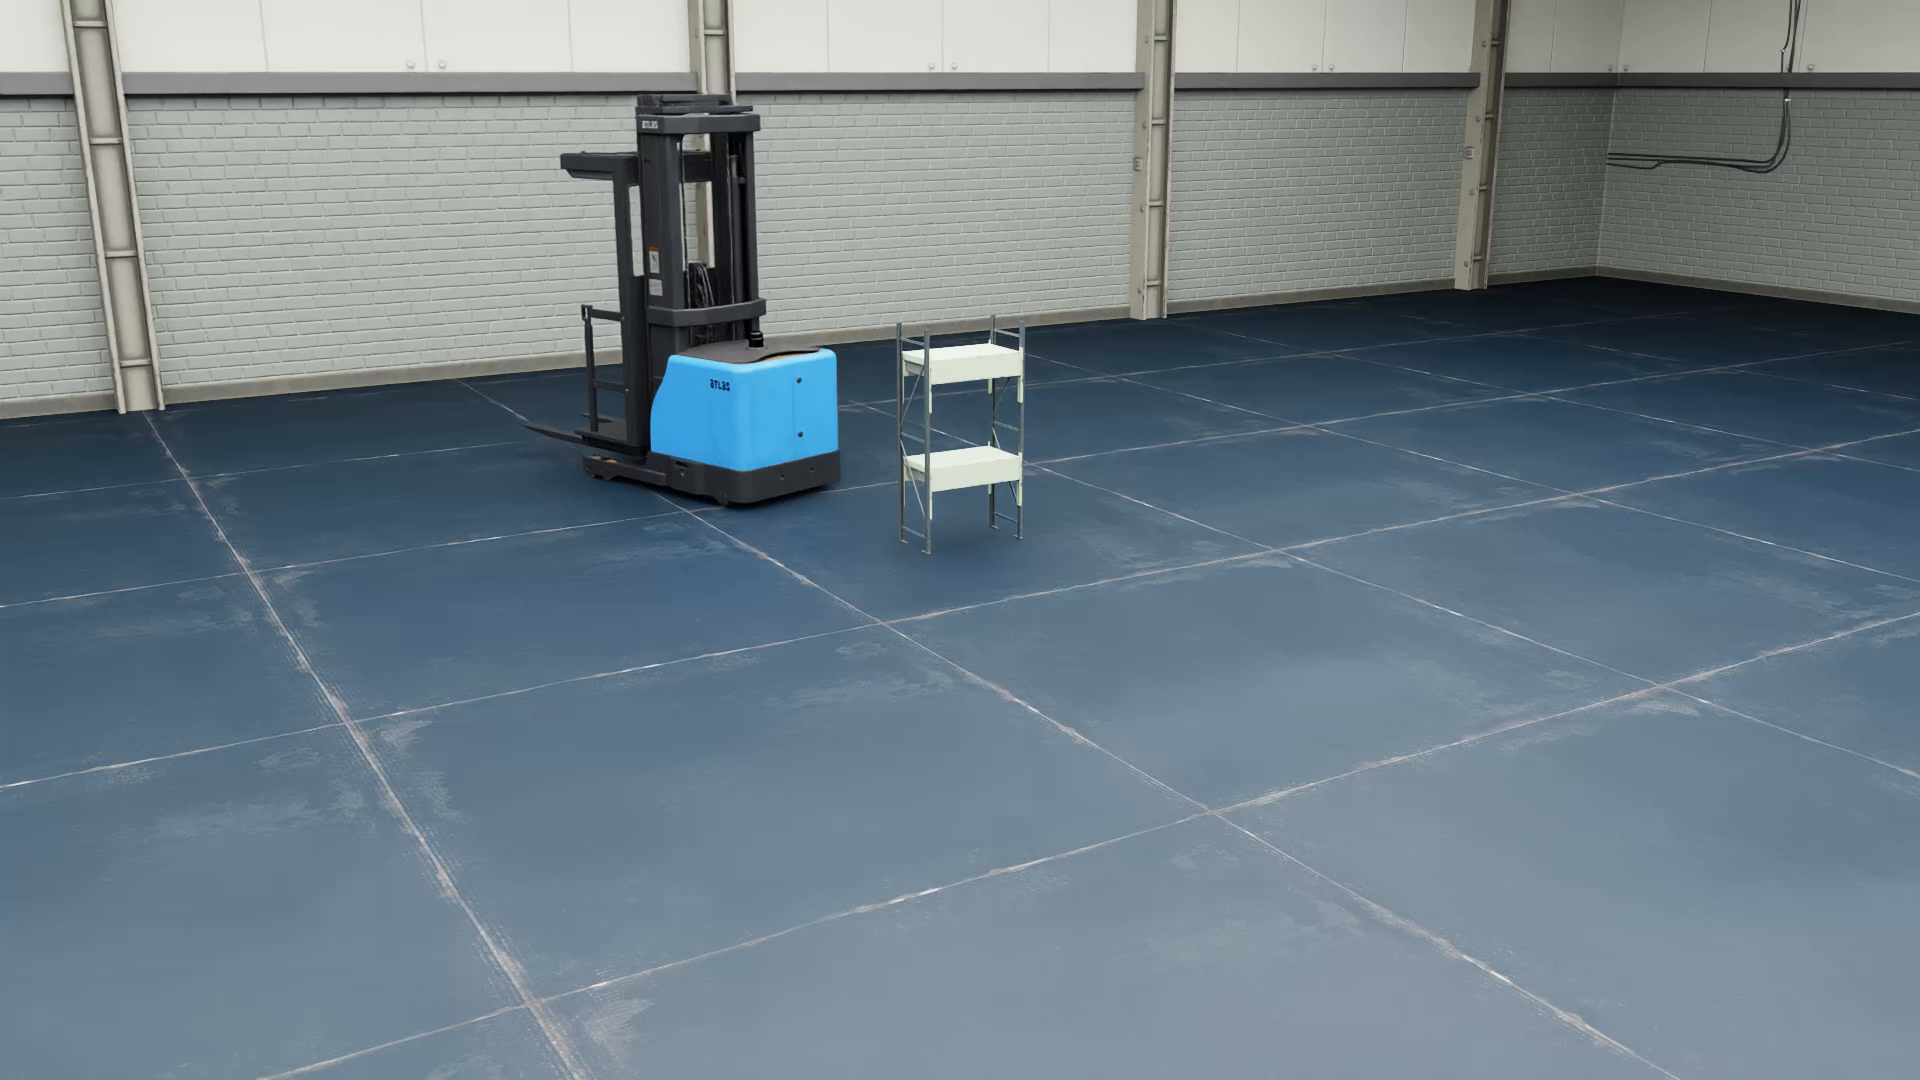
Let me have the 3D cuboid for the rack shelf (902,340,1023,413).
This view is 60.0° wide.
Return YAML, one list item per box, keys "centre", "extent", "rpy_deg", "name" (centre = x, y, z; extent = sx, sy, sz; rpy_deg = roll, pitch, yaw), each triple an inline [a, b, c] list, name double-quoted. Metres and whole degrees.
- centre: [0.006, -1.099, 11.105]
  extent: [0.720, 0.370, 0.431]
  rpy_deg: [-9, 18, -30]
  name: "rack shelf"

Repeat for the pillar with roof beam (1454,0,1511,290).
- centre: [9.824, -7.092, 20.038]
  extent: [0.400, 9.000, 9.100]
  rpy_deg: [-9, 18, -30]
  name: "pillar with roof beam"

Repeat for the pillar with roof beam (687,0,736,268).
- centre: [-0.463, -5.424, 14.087]
  extent: [0.400, 9.000, 9.100]
  rpy_deg: [-9, 18, -30]
  name: "pillar with roof beam"

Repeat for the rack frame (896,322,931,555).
- centre: [-0.308, -0.672, 11.029]
  extent: [0.023, 1.500, 0.400]
  rpy_deg: [-9, 18, -30]
  name: "rack frame"

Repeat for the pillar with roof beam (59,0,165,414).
- centre: [-5.606, -4.590, 11.112]
  extent: [0.400, 9.000, 9.100]
  rpy_deg: [-9, 18, -30]
  name: "pillar with roof beam"

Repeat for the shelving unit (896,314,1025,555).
- centre: [0.006, -0.723, 11.211]
  extent: [0.755, 1.500, 0.431]
  rpy_deg: [-9, 18, -30]
  name: "shelving unit"

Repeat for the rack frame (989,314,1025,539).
- centre: [0.319, -0.774, 11.392]
  extent: [0.023, 1.500, 0.400]
  rpy_deg: [-9, 18, -30]
  name: "rack frame"

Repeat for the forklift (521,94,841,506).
- centre: [-2.360, -1.973, 13.019]
  extent: [3.031, 2.935, 1.130]
  rpy_deg: [13, 20, 39]
  name: "forklift"

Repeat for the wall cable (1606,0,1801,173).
- centre: [10.813, -6.696, 24.379]
  extent: [0.112, 2.526, 3.097]
  rpy_deg: [-9, 18, -30]
  name: "wall cable"

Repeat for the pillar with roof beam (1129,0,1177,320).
- centre: [4.680, -6.258, 17.062]
  extent: [0.400, 9.000, 9.100]
  rpy_deg: [-9, 18, -30]
  name: "pillar with roof beam"

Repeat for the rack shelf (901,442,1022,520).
- centre: [0.006, -0.409, 11.299]
  extent: [0.720, 0.370, 0.431]
  rpy_deg: [-9, 18, -30]
  name: "rack shelf"
